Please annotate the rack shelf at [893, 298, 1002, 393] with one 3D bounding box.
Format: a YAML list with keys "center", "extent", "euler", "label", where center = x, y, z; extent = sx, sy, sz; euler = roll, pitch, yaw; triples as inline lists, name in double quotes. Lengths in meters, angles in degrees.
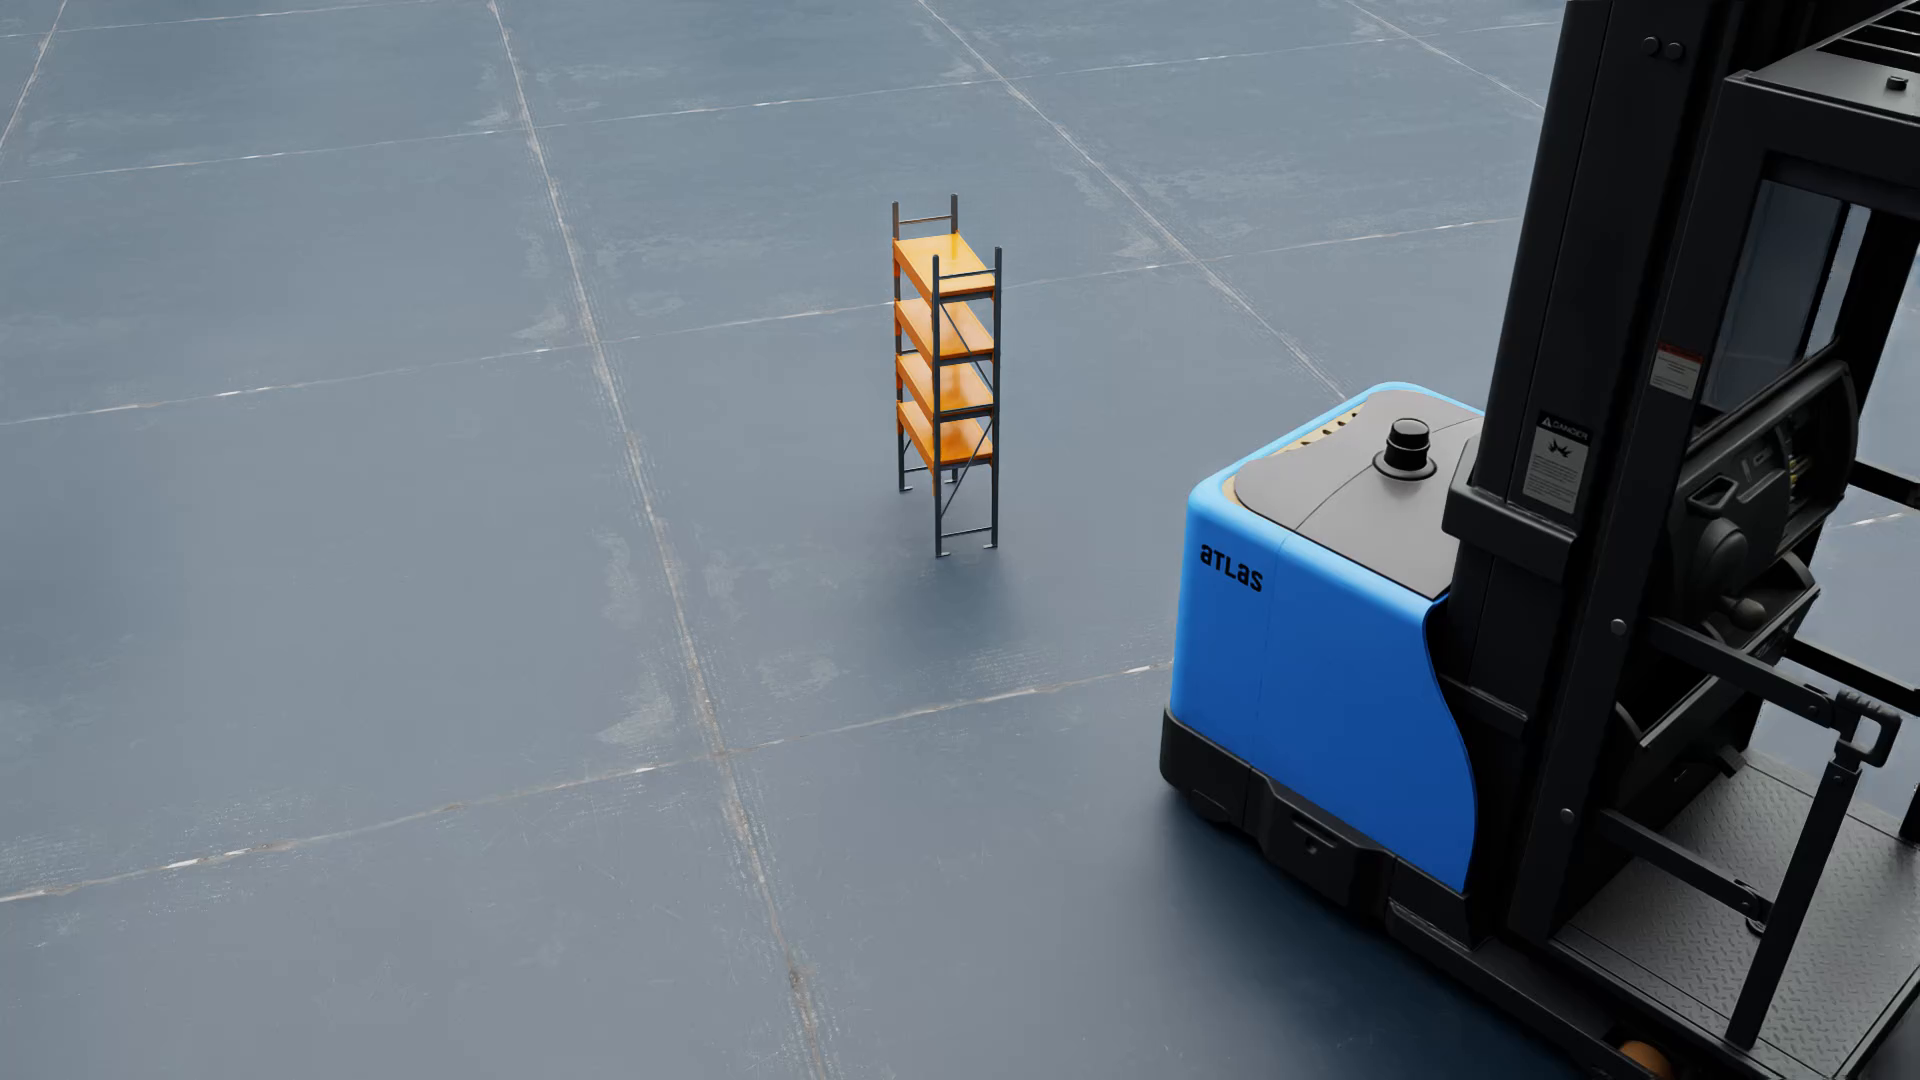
- center: [-0.051, -0.718, 5.964]
  extent: [0.258, 0.148, 0.480]
  euler: [-10, 35, -15]
  label: "rack shelf"

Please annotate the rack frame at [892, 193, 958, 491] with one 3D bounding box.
- center: [-0.125, -0.716, 6.245]
  extent: [0.240, 1.200, 0.015]
  euler: [-10, 35, -15]
  label: "rack frame"

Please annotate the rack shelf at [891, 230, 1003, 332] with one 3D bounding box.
- center: [-0.051, -0.915, 5.834]
  extent: [0.258, 0.148, 0.480]
  euler: [-10, 35, -15]
  label: "rack shelf"

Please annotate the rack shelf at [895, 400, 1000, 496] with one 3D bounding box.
- center: [-0.051, -0.366, 6.197]
  extent: [0.258, 0.148, 0.480]
  euler: [-10, 35, -15]
  label: "rack shelf"

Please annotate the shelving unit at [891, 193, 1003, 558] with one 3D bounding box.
- center: [-0.051, -0.587, 6.051]
  extent: [0.258, 1.200, 0.503]
  euler: [-10, 35, -15]
  label: "shelving unit"

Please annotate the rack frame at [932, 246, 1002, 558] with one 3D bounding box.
- center: [0.024, -0.459, 5.857]
  extent: [0.240, 1.200, 0.015]
  euler: [-10, 35, -15]
  label: "rack frame"

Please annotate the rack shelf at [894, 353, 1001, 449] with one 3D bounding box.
- center: [-0.051, -0.531, 6.088]
  extent: [0.258, 0.148, 0.480]
  euler: [-10, 35, -15]
  label: "rack shelf"

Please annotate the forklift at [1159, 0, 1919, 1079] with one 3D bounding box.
- center: [1.981, -0.057, 3.678]
  extent: [1.130, 2.935, 3.031]
  euler: [-27, 42, -35]
  label: "forklift"
